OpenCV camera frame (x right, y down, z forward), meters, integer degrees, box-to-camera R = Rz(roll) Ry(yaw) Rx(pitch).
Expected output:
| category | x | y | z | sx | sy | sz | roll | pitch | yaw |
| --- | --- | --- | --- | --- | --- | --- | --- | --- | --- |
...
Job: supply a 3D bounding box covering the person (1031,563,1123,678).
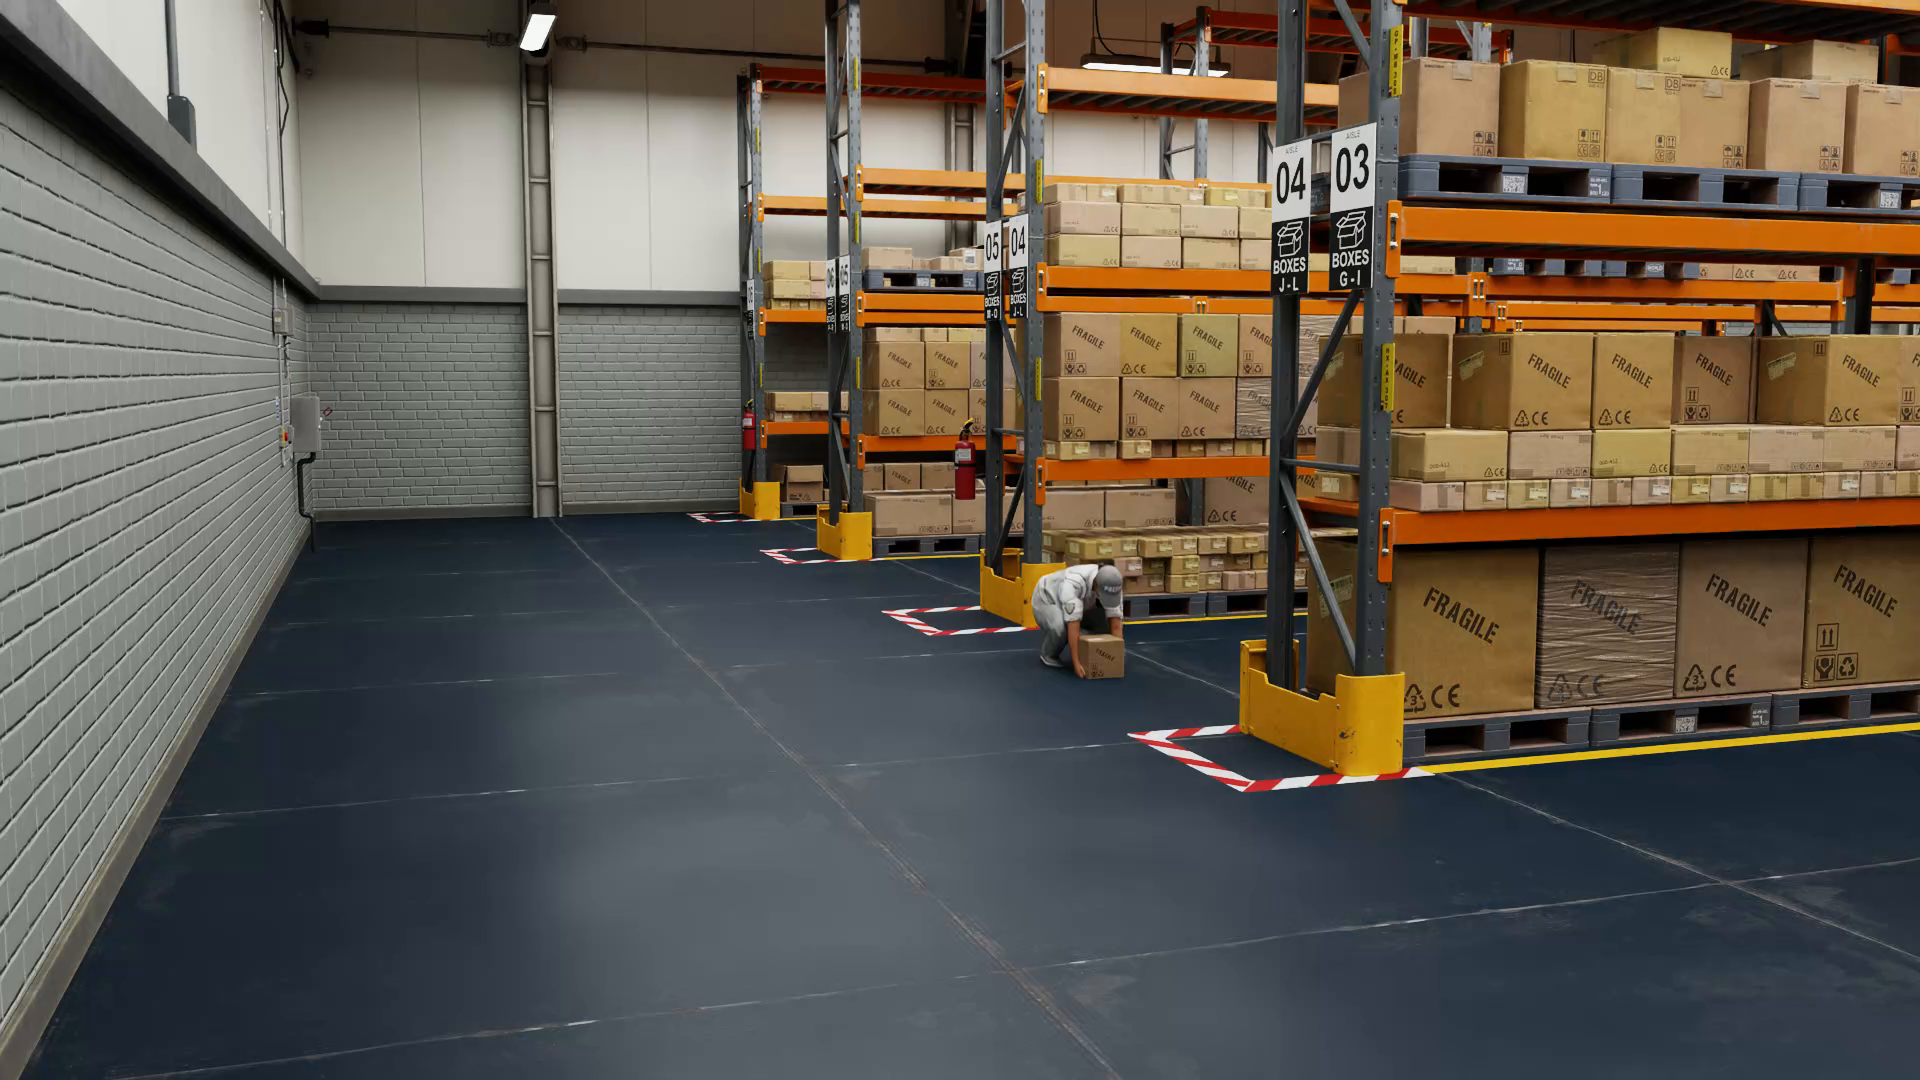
| category | x | y | z | sx | sy | sz | roll | pitch | yaw |
| --- | --- | --- | --- | --- | --- | --- | --- | --- | --- |
| person | 0.824 | 0.530 | 11.255 | 0.523 | 0.806 | 0.906 | -2 | 6 | -20 |
